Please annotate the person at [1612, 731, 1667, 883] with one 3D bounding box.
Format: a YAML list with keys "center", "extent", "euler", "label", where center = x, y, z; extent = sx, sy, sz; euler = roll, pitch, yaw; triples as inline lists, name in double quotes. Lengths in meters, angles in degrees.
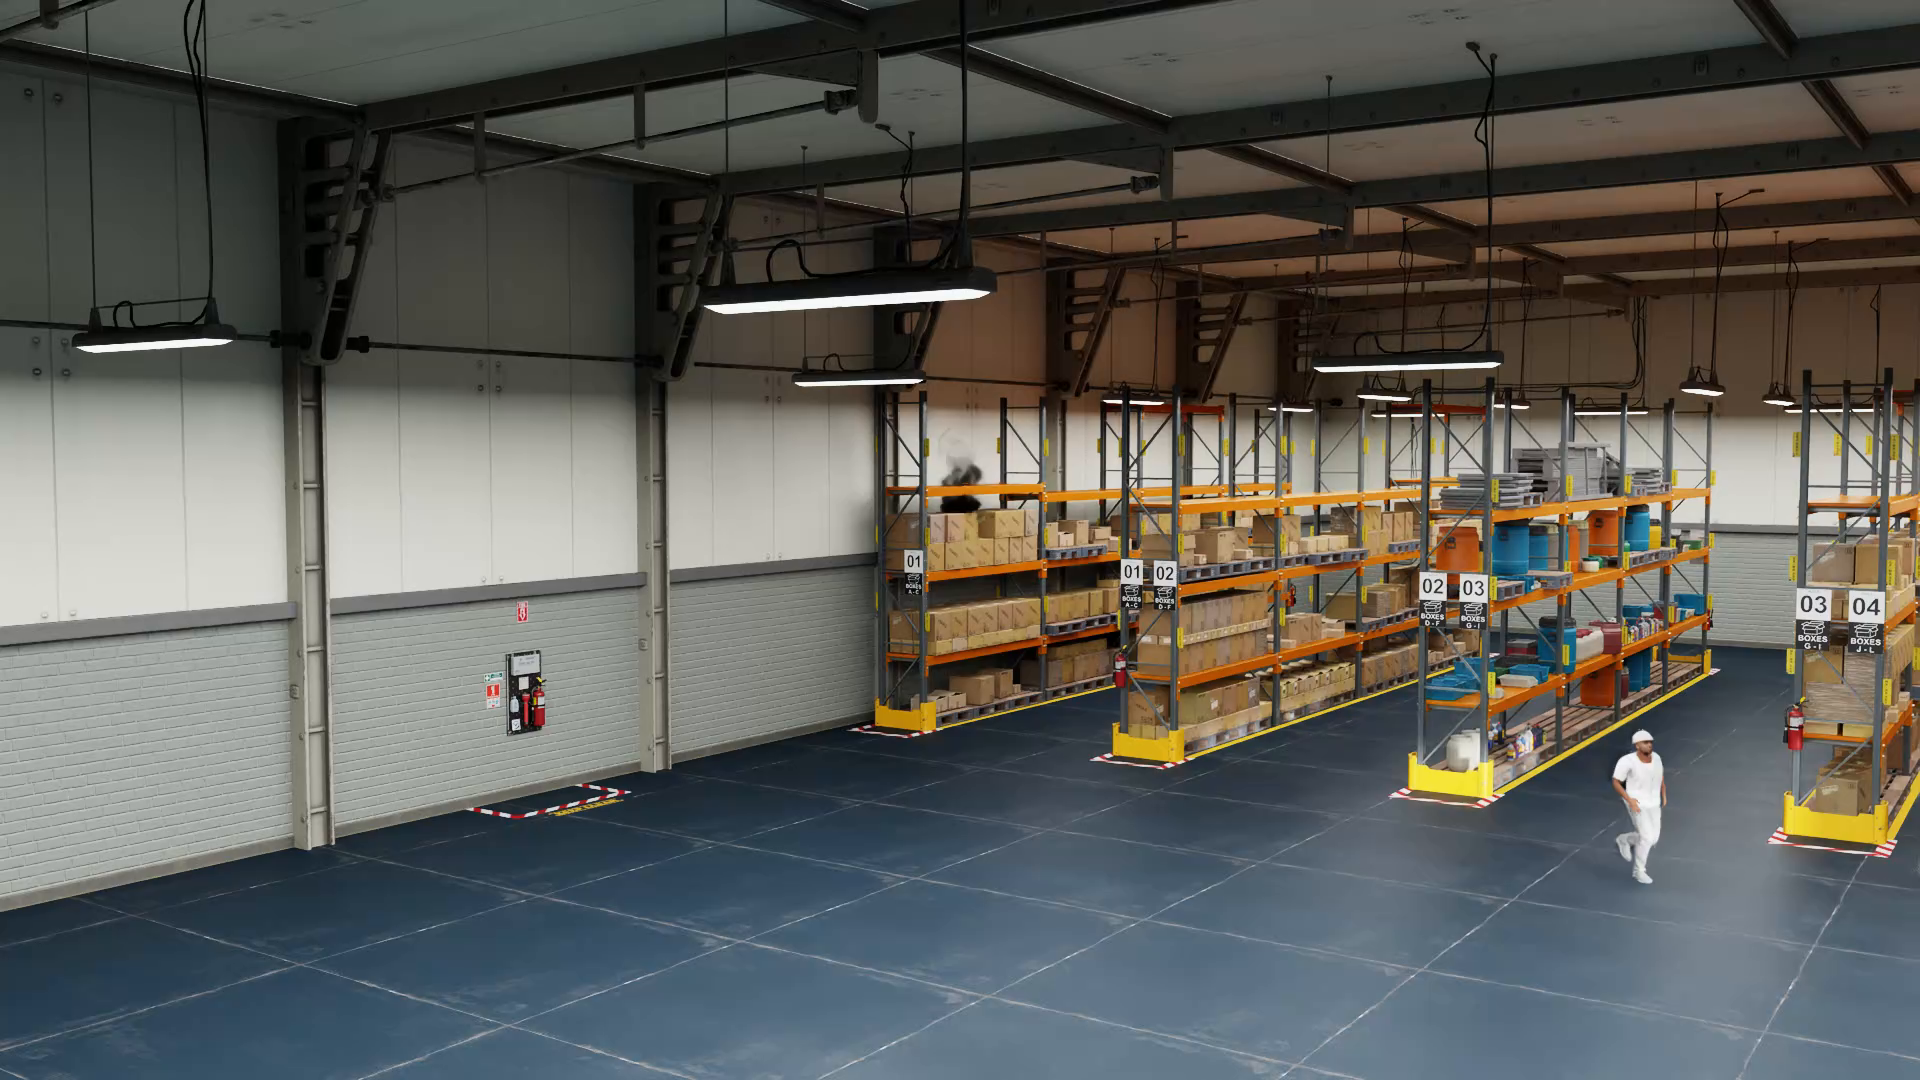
- center: [7.886, 3.065, 19.384]
  extent: [0.704, 1.748, 0.656]
  euler: [-1, 3, -18]
  label: "person"
